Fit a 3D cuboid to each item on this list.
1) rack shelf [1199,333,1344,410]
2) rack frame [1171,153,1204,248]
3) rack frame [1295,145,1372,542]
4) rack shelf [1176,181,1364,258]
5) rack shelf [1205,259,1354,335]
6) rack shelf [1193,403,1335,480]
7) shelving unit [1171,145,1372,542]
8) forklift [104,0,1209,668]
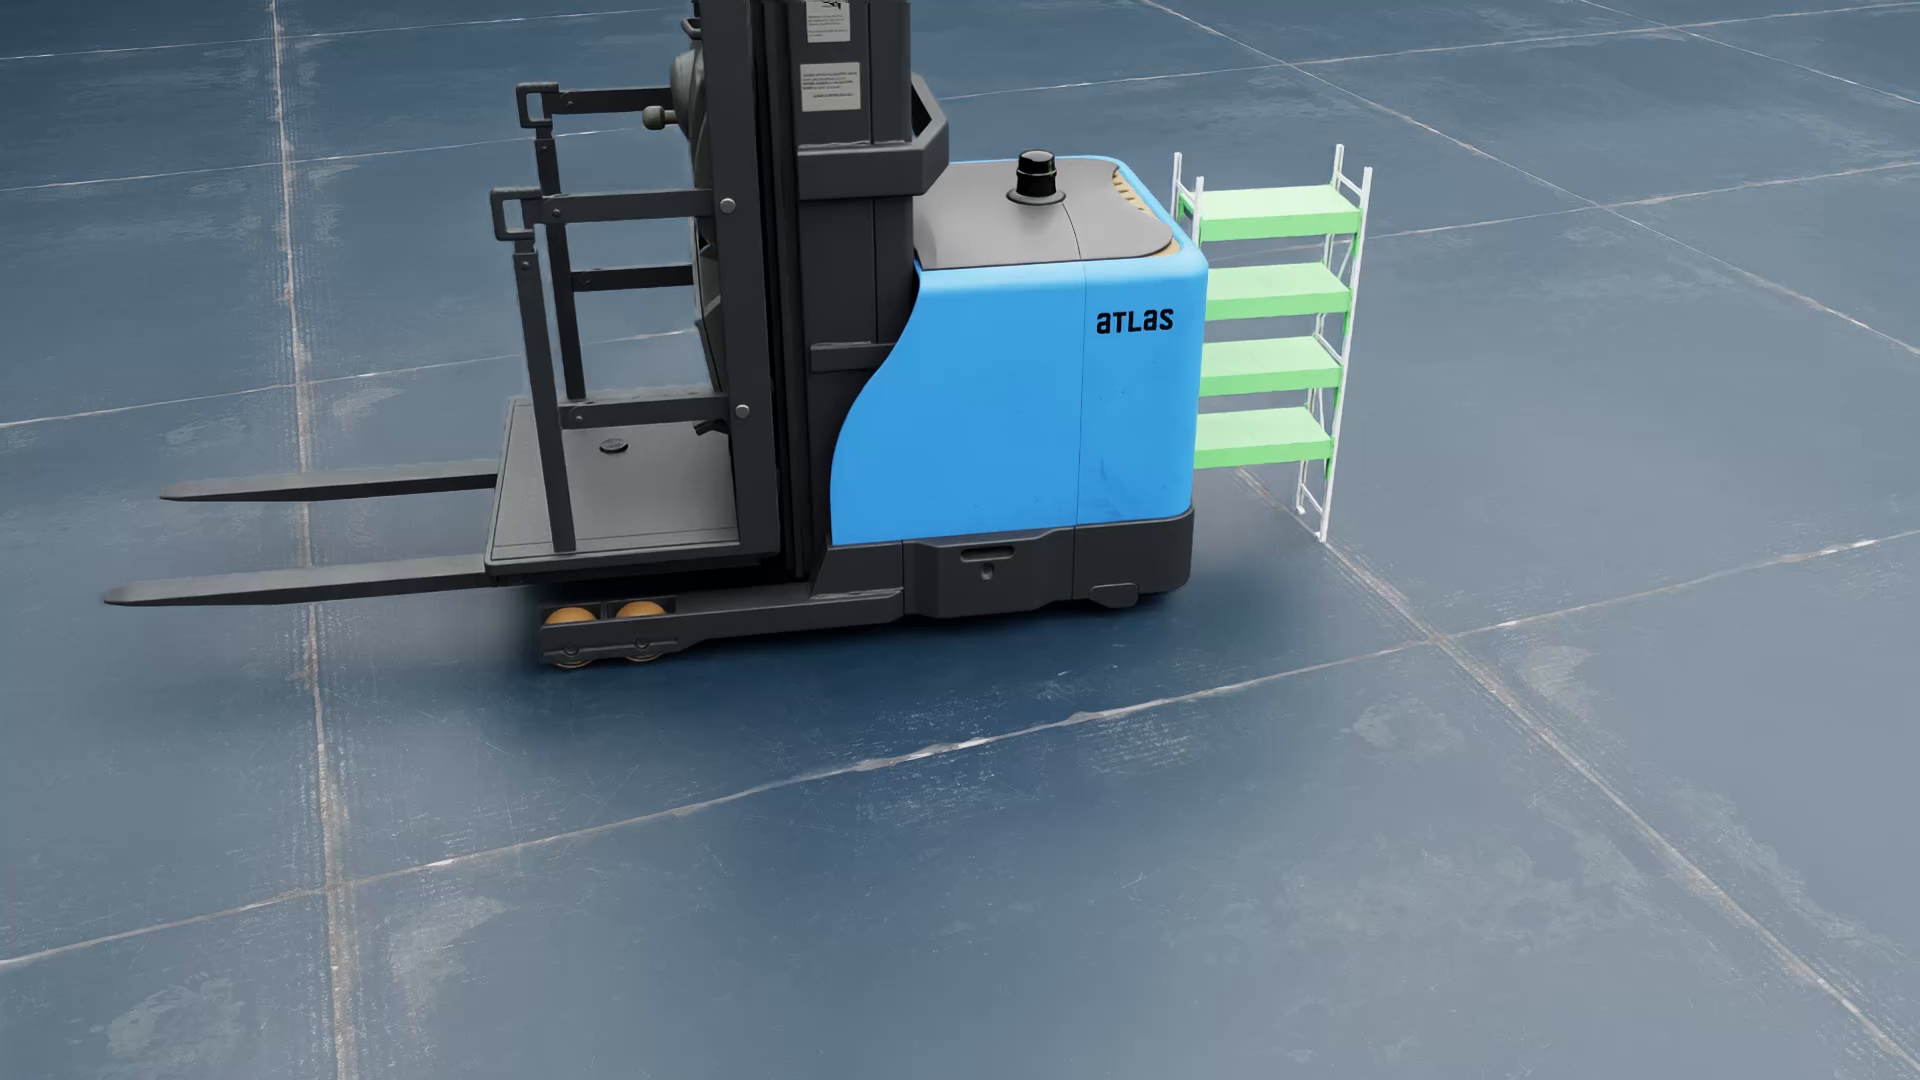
[{"bbox_3d":[0.884,-0.498,5.041,0.480,0.148,0.258,-5,30,-8],"label":"rack shelf"},{"bbox_3d":[0.644,-0.533,4.974,0.015,1.200,0.240,-5,30,-8],"label":"rack frame"},{"bbox_3d":[1.125,-0.574,5.045,0.015,1.200,0.240,-5,30,-8],"label":"rack frame"},{"bbox_3d":[0.884,-0.915,4.803,0.480,0.148,0.258,-5,30,-8],"label":"rack shelf"},{"bbox_3d":[0.884,-0.706,4.922,0.480,0.148,0.258,-5,30,-8],"label":"rack shelf"},{"bbox_3d":[0.884,-0.289,5.160,0.480,0.148,0.258,-5,30,-8],"label":"rack shelf"},{"bbox_3d":[0.884,-0.553,5.009,0.503,1.200,0.258,-5,30,-8],"label":"shelving unit"},{"bbox_3d":[-0.885,-1.200,4.395,3.031,2.935,1.130,-5,30,-8],"label":"forklift"}]
